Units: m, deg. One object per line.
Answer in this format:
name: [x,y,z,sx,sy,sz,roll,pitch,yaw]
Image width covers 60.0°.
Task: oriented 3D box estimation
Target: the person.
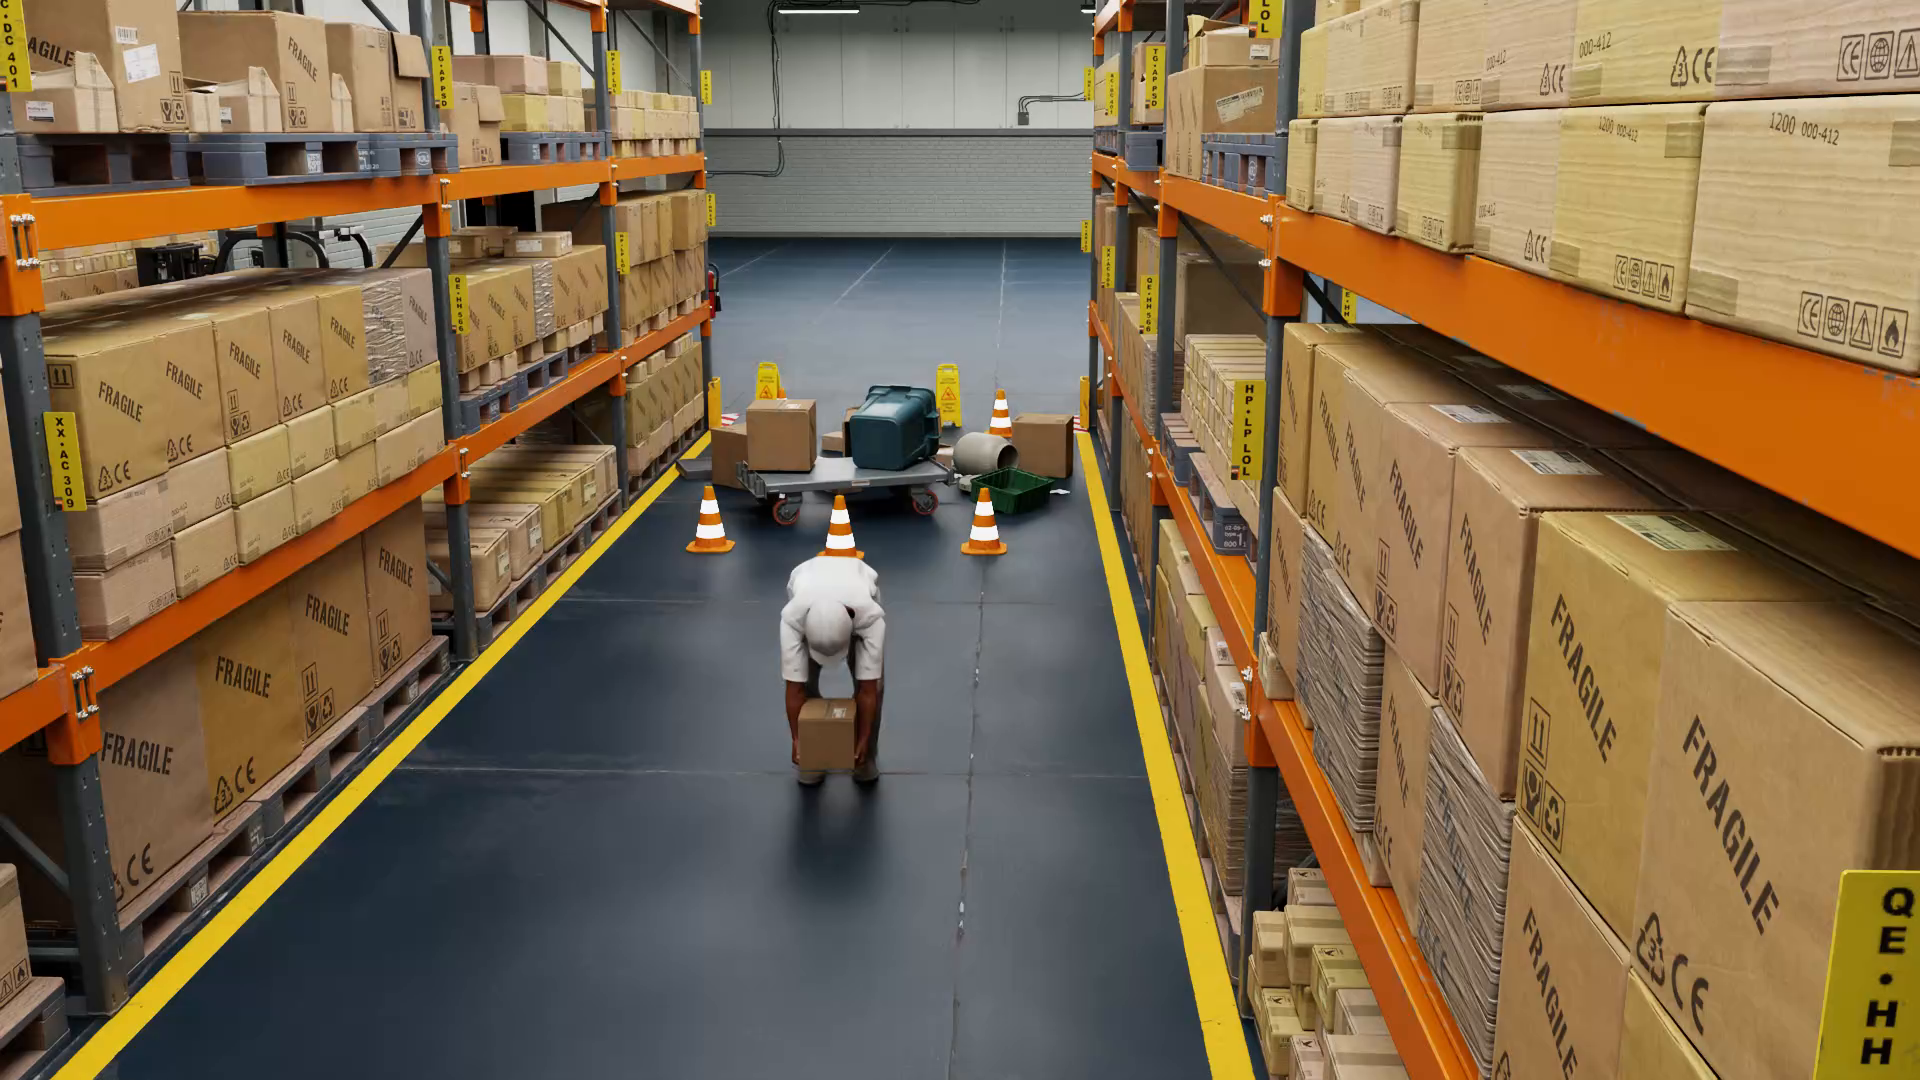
person: [-0.578,0.381,7.724,0.480,1.609,0.749,0,14,0]
